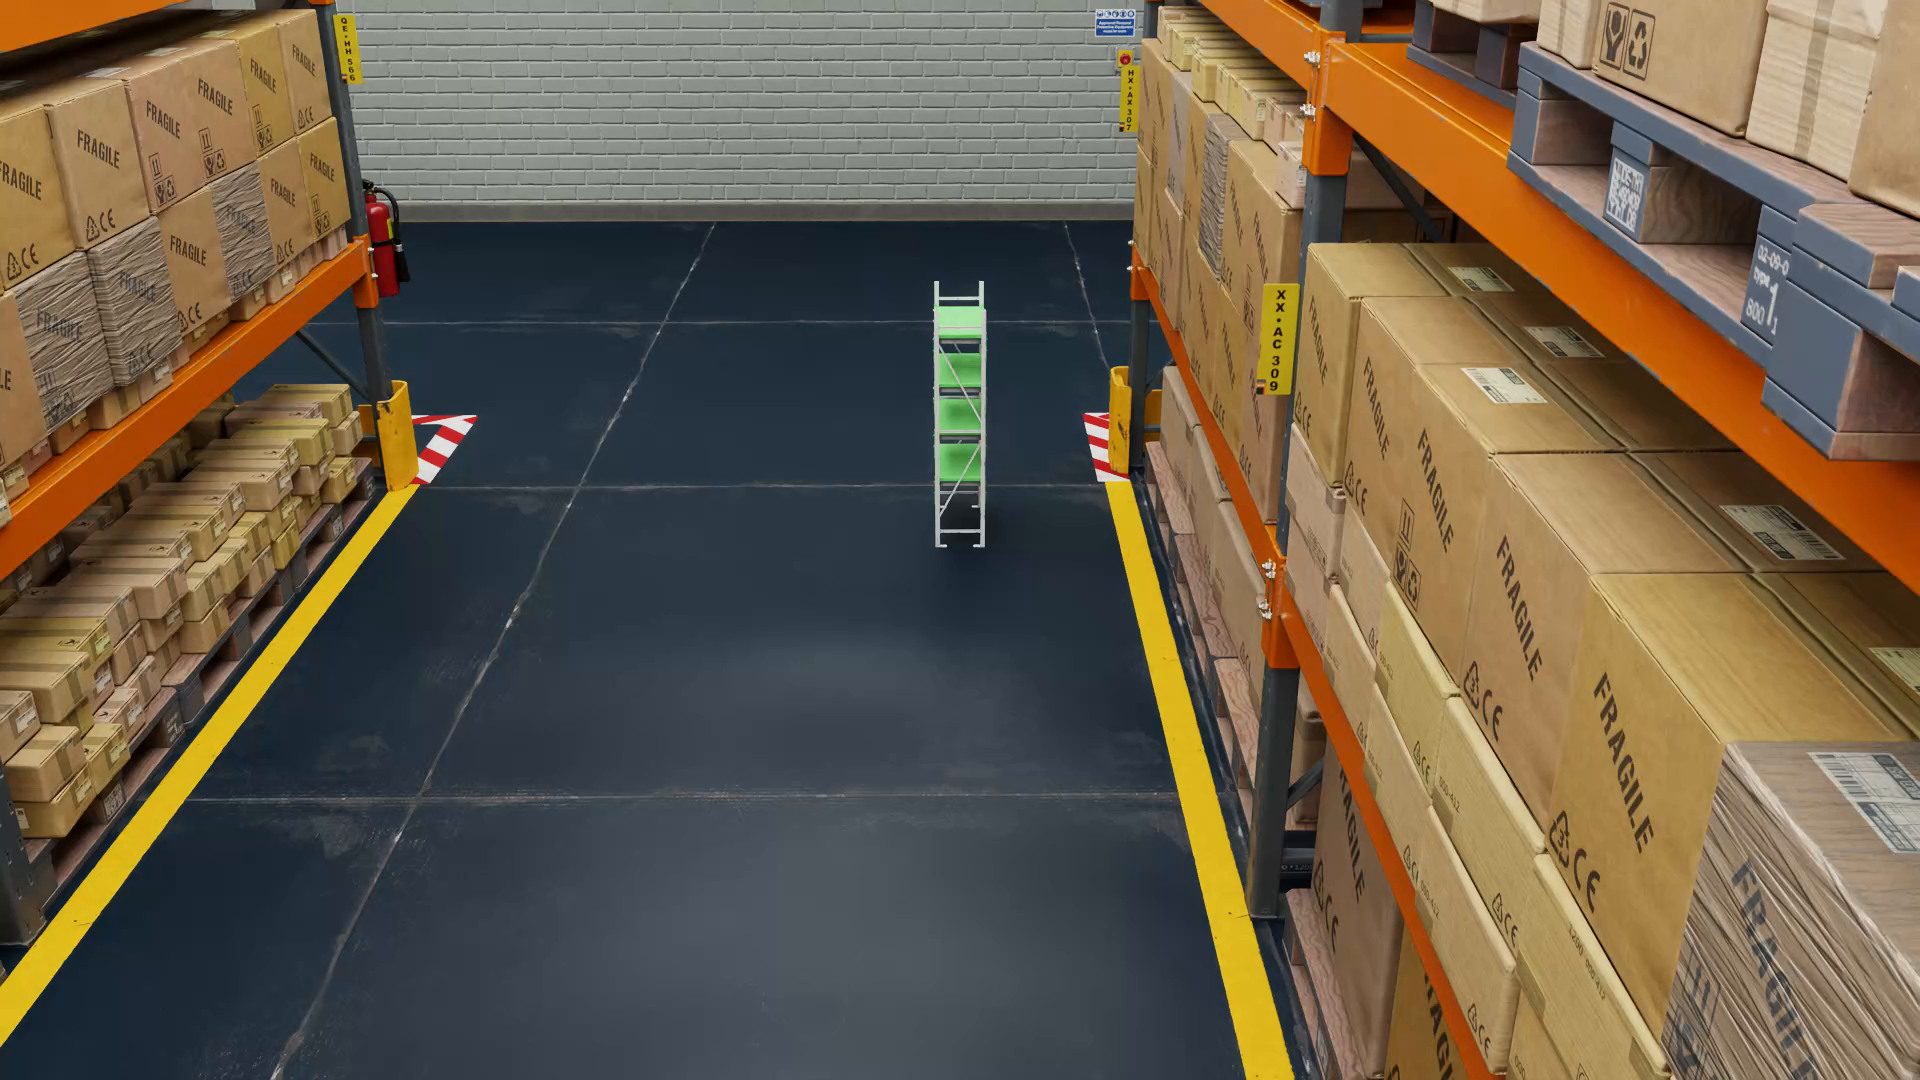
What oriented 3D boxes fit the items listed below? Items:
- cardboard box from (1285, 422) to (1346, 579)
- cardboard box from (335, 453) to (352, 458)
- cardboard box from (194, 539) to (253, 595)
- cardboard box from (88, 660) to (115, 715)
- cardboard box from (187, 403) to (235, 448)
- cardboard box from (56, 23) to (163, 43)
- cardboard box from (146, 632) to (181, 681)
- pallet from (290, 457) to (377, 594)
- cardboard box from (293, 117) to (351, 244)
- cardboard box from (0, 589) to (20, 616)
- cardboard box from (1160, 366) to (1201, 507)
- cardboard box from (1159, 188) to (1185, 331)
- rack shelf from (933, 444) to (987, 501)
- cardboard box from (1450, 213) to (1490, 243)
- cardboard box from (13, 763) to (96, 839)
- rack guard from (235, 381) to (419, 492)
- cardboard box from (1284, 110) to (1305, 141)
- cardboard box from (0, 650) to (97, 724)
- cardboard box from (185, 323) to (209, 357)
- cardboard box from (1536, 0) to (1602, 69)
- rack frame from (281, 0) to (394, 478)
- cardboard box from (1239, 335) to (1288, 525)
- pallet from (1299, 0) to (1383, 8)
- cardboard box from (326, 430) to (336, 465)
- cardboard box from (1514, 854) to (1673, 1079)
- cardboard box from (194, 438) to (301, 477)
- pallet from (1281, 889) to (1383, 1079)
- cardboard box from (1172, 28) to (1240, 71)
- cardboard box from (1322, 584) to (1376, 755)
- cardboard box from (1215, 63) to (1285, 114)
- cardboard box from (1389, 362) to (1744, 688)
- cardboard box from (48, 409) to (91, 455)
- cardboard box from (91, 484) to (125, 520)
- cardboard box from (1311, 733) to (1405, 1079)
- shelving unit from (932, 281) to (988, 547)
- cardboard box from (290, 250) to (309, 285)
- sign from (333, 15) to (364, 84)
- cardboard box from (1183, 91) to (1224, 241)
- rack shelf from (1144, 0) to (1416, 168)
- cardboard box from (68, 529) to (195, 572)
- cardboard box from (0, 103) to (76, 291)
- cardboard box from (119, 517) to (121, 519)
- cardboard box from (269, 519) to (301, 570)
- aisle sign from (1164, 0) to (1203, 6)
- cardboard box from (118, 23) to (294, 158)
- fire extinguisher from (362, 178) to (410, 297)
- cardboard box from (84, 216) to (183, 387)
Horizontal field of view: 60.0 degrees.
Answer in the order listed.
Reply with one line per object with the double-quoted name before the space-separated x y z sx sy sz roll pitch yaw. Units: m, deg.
"cardboard box" 1.179 -0.117 4.444 0.500 0.250 0.500 -1 24 -2
"cardboard box" -3.322 -0.401 8.447 0.380 0.149 0.250 0 24 0
"cardboard box" -3.204 0.110 6.955 0.380 0.149 0.250 0 24 0
"cardboard box" -3.308 0.541 6.003 0.380 0.149 0.250 0 24 -1
"cardboard box" -3.747 -0.558 8.071 0.380 0.149 0.250 0 24 0
"cardboard box" -3.785 -1.967 7.264 0.500 0.500 0.500 0 24 1
"cardboard box" -3.324 0.453 6.559 0.380 0.149 0.250 -1 24 -3
"pallet" -3.562 -0.088 8.188 1.003 0.211 1.213 0 24 -1
"cardboard box" -3.274 -1.722 7.934 0.500 0.500 0.500 0 24 1
"cardboard box" -3.734 0.300 6.175 0.380 0.149 0.250 1 24 1
"cardboard box" 1.519 -0.541 8.406 0.875 0.438 0.875 -1 24 -2
"cardboard box" 1.151 -1.217 7.179 0.500 0.500 0.500 0 24 -1
"rack shelf" -0.002 -0.338 8.279 0.258 0.148 0.480 0 24 -1
"cardboard box" 1.693 -0.839 5.130 0.500 0.500 0.500 0 24 0
"cardboard box" -3.176 0.880 5.615 0.380 0.149 0.250 -1 24 -3
"rack guard" -3.536 -0.554 8.869 1.175 0.500 0.348 0 24 -1
"cardboard box" 1.247 -1.274 5.306 0.380 0.149 0.250 0 24 0
"cardboard box" -3.233 0.504 5.725 0.380 0.149 0.250 1 24 2
"cardboard box" -3.305 -0.837 6.765 0.380 0.149 0.250 0 24 0
"cardboard box" 1.126 -0.883 2.575 0.396 0.266 0.258 2 24 4
"rack frame" -3.537 -1.725 8.423 1.000 3.000 0.127 0 24 -1
"cardboard box" 1.195 -0.376 5.320 0.500 0.500 0.500 0 24 0
"pallet" 1.457 -1.804 5.066 1.003 0.211 1.213 0 24 -1
"cardboard box" -3.296 -0.428 8.146 0.380 0.149 0.250 -1 24 -2
"cardboard box" 1.205 0.728 2.576 0.500 0.250 0.500 -1 24 -2
"cardboard box" -3.263 -0.354 7.621 0.380 0.149 0.250 -1 24 -3
"pallet" 1.540 1.448 4.792 1.003 0.211 1.213 0 24 -1
"cardboard box" 1.122 -2.114 7.162 0.380 0.149 0.250 -1 24 -2
"cardboard box" 1.204 0.324 4.076 0.500 0.250 0.500 -1 24 -2
"cardboard box" 1.166 -1.691 6.226 0.380 0.149 0.250 0 24 -1
"cardboard box" 1.209 -0.043 3.369 0.500 0.500 0.500 -1 24 -2
"cardboard box" -3.298 -0.408 5.817 0.380 0.149 0.250 -1 24 -3
"cardboard box" -3.836 -0.128 7.122 0.380 0.149 0.250 0 24 0
"cardboard box" 1.543 0.892 4.707 0.875 0.875 0.875 0 24 1
"shelving unit" -0.002 -0.615 8.154 0.258 1.200 0.503 0 24 -1
"cardboard box" -3.267 -1.271 7.725 0.380 0.149 0.250 0 24 -1
"sign" -2.981 -2.390 8.107 0.100 0.325 0.005 0 24 -1
"cardboard box" 1.165 -1.460 6.504 0.500 0.500 0.500 0 24 0
"rack shelf" 1.434 -2.003 6.272 1.077 0.370 4.000 0 24 -1
"cardboard box" -3.318 0.075 6.672 0.380 0.149 0.250 -1 24 -3
"cardboard box" -3.275 -1.114 5.376 0.500 0.500 0.500 -1 24 -2
"cardboard box" -3.713 0.005 7.188 0.380 0.149 0.250 1 24 2
"cardboard box" -3.220 0.020 7.515 0.380 0.149 0.250 -1 24 -3
"aisle sign" 1.121 -3.001 8.091 0.394 0.787 0.004 0 24 -1
"cardboard box" -3.277 -1.965 7.259 0.500 0.500 0.500 -1 24 -2
"fire extinguisher" -3.078 -1.625 8.750 0.296 0.674 0.183 0 24 -1
"cardboard box" -3.228 -0.874 6.061 0.500 0.500 0.500 -1 24 -2
